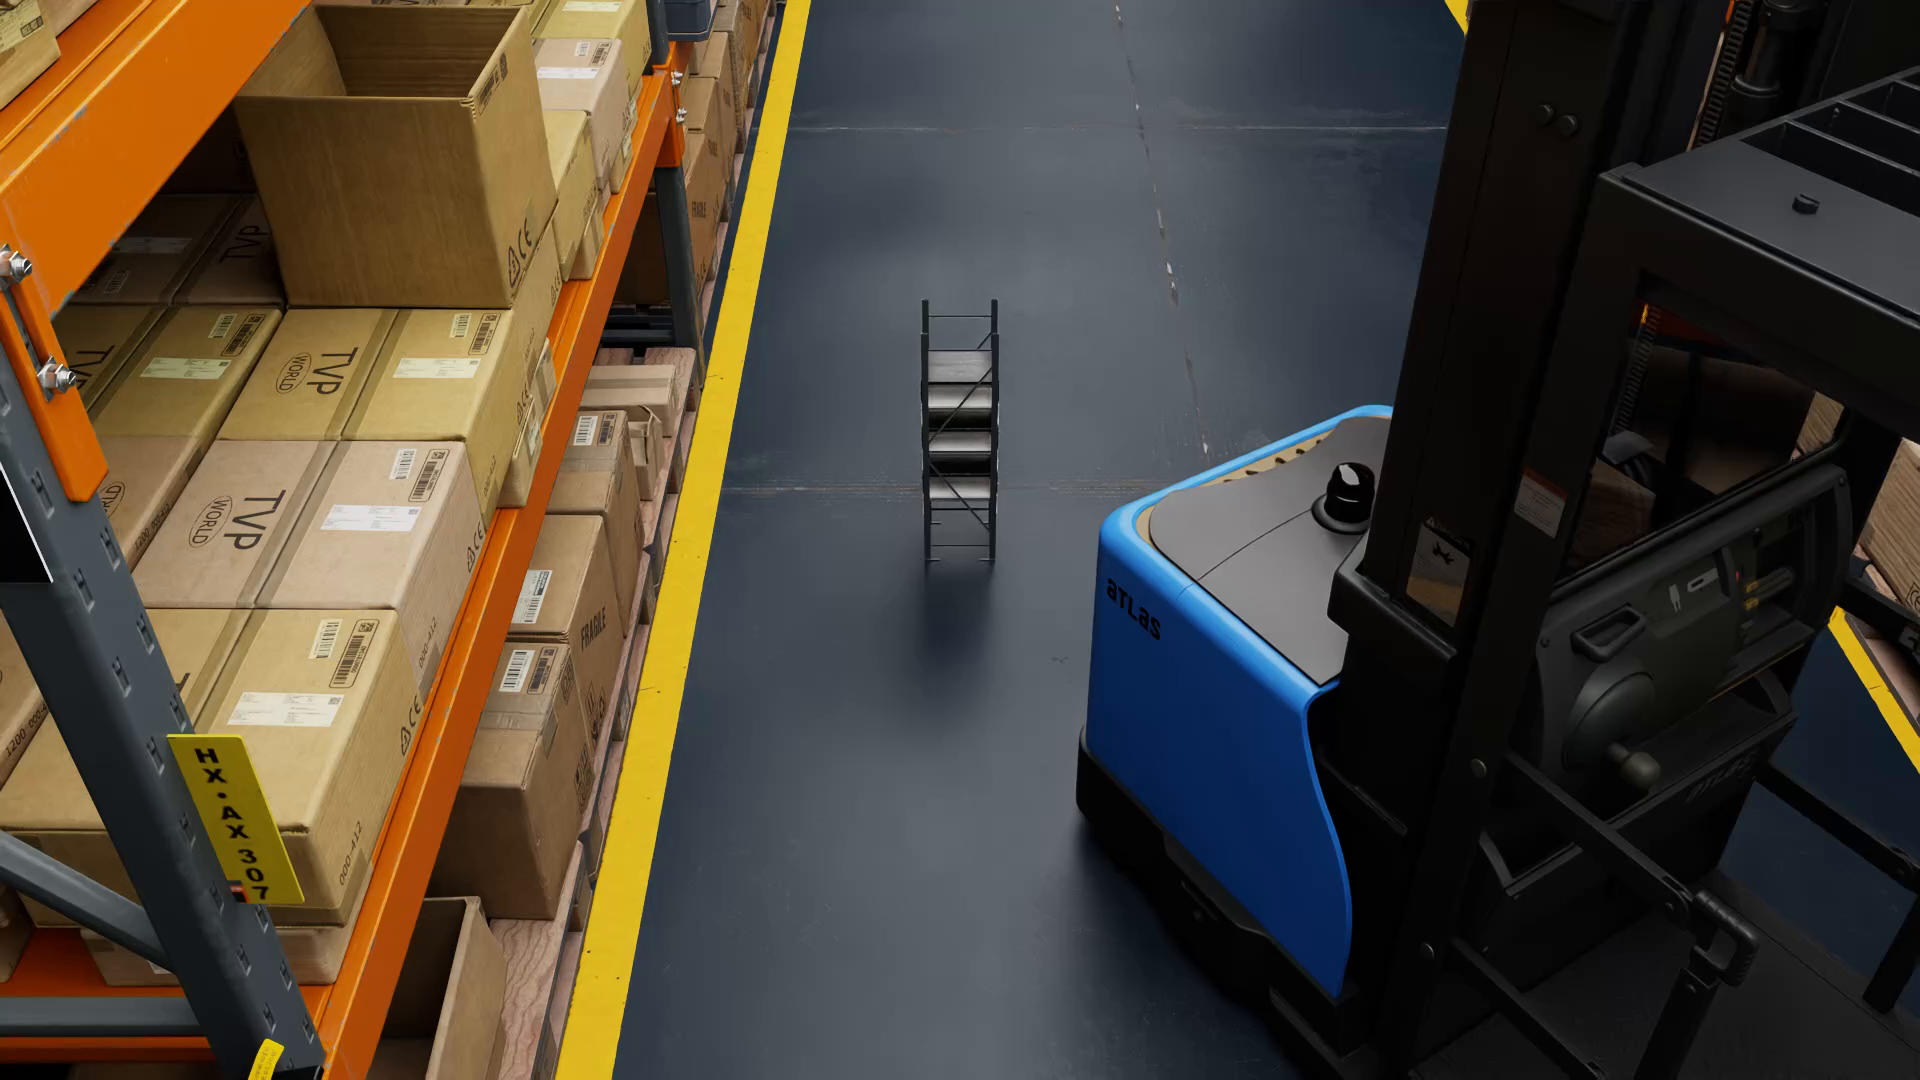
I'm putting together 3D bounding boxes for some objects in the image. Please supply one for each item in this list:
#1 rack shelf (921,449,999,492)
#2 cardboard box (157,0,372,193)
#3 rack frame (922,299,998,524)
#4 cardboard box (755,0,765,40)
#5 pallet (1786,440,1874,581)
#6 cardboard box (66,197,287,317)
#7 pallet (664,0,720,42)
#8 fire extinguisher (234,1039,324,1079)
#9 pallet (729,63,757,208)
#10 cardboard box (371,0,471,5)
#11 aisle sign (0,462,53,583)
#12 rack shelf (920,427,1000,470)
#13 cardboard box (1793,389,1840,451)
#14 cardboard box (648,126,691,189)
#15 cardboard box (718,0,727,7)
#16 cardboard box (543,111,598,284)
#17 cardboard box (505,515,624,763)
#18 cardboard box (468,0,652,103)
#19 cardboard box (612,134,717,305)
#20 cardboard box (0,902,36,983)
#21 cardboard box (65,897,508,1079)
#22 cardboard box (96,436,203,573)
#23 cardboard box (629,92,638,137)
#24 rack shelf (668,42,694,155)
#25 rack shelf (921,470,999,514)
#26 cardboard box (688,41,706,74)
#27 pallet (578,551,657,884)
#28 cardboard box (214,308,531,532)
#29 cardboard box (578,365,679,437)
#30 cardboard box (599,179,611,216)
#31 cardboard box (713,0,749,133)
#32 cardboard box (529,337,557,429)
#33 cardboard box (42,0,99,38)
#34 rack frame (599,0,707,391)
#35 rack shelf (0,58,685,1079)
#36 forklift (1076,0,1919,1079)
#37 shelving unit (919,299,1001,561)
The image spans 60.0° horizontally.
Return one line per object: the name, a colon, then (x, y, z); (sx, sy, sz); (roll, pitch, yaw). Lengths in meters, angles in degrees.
rack shelf: (0.000, -0.250, 5.539); (0.258, 0.077, 0.200); (0, 39, 0)
cardboard box: (-1.766, -1.209, 4.142); (0.500, 0.500, 0.500); (-1, 39, -1)
rack frame: (0.000, -0.410, 5.542); (0.240, 0.900, 0.006); (0, 39, 0)
cardboard box: (-1.301, -2.903, 8.636); (0.500, 0.500, 0.500); (-1, 39, -1)
pallet: (3.385, -0.232, 5.871); (1.003, 0.211, 1.213); (0, 39, 0)
cardboard box: (-1.759, -0.593, 3.973); (0.500, 0.250, 0.500); (0, 39, 0)
pallet: (-1.393, -2.215, 6.269); (1.003, 0.211, 1.213); (0, 39, 0)
fire extinguisher: (-1.035, 0.979, 2.490); (0.296, 0.674, 0.183); (0, 39, 0)
pallet: (-1.545, -1.975, 8.046); (1.003, 0.211, 1.213); (0, 39, 0)
cardboard box: (-1.771, -1.538, 5.152); (0.500, 0.250, 0.500); (0, 39, -1)
aisle sign: (-1.203, -0.261, 1.598); (0.394, 0.787, 0.004); (0, 39, 0)
rack shelf: (0.000, -0.320, 5.483); (0.258, 0.077, 0.200); (0, 39, 0)
cardboard box: (3.355, -0.567, 5.772); (0.875, 0.438, 0.875); (-1, 39, -1)
cardboard box: (-1.236, -1.456, 6.313); (0.380, 0.149, 0.250); (2, 39, 2)
cardboard box: (-1.279, -2.595, 7.734); (0.380, 0.149, 0.250); (-2, 39, -2)
cardboard box: (-1.254, -0.904, 4.362); (0.500, 0.250, 0.500); (0, 39, 0)
cardboard box: (-1.266, 0.275, 4.671); (0.500, 0.500, 0.500); (1, 39, 1)
cardboard box: (-1.257, -1.529, 5.142); (0.500, 0.250, 0.500); (1, 39, 1)
cardboard box: (-1.277, -1.281, 6.613); (0.500, 0.500, 0.500); (2, 39, 2)
cardboard box: (-1.766, 0.602, 2.801); (0.380, 0.149, 0.250); (0, 39, -1)
cardboard box: (-1.403, 1.139, 3.590); (0.797, 0.503, 0.637); (-1, 39, -2)
cardboard box: (-1.762, 0.044, 3.179); (0.500, 0.250, 0.500); (0, 39, 0)
cardboard box: (-1.227, -1.330, 5.212); (0.380, 0.149, 0.250); (1, 39, 1)
rack shelf: (-1.504, -2.760, 7.371); (1.077, 0.370, 4.000); (0, 39, 0)
rack shelf: (0.000, -0.180, 5.596); (0.258, 0.077, 0.200); (0, 39, 0)
cardboard box: (-1.302, -2.117, 7.138); (0.380, 0.149, 0.250); (0, 39, 0)
pallet: (-1.498, 0.493, 4.967); (1.003, 0.211, 1.213); (0, 39, 0)
cardboard box: (-1.233, -0.262, 3.561); (0.500, 0.250, 0.500); (-1, 39, -1)
cardboard box: (-1.207, -0.493, 5.911); (0.380, 0.149, 0.250); (-1, 39, -1)
cardboard box: (-1.229, -1.003, 4.804); (0.380, 0.149, 0.250); (1, 39, 1)
cardboard box: (-1.278, -2.251, 7.823); (0.500, 0.500, 0.500); (-1, 39, -2)
cardboard box: (-1.196, -0.367, 4.010); (0.380, 0.149, 0.250); (1, 39, 1)
cardboard box: (-1.291, -0.724, 2.058); (0.380, 0.149, 0.250); (1, 39, 1)
rack frame: (-1.502, -1.790, 5.585); (1.000, 3.000, 0.127); (0, 39, 0)
rack shelf: (-1.499, -0.259, 4.249); (1.077, 0.370, 4.000); (0, 39, 0)
forklift: (1.557, 0.239, 3.108); (1.130, 2.935, 3.031); (-22, 44, -25)
shelving unit: (0.000, -0.346, 5.462); (0.258, 0.900, 0.210); (0, 39, 0)
